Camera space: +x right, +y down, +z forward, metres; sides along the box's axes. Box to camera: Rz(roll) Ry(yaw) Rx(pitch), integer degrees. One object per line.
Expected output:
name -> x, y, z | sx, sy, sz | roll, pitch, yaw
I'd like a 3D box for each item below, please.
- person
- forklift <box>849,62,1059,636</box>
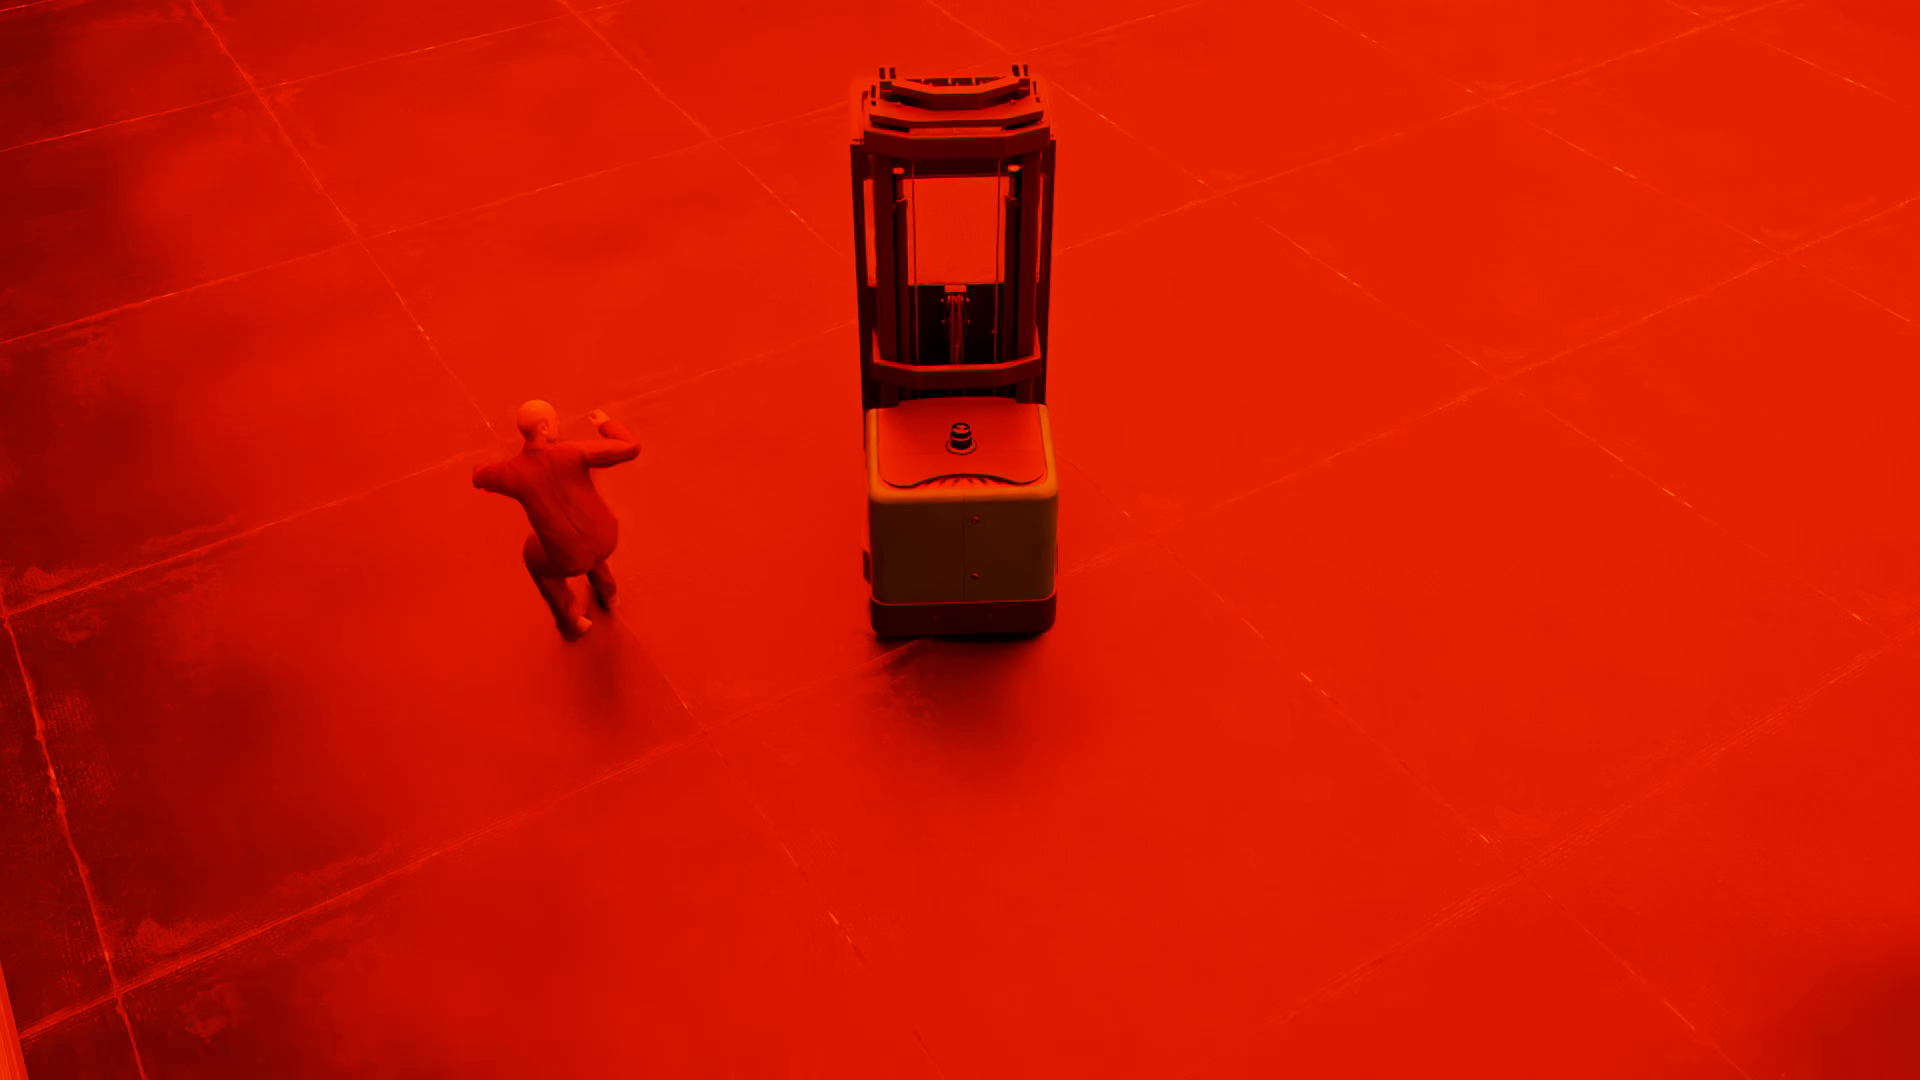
person -> -2.213, -0.206, 9.221 | 0.844, 1.506, 0.992 | -21, 45, -22
forklift -> -0.050, -1.516, 9.605 | 1.130, 2.935, 3.031 | -2, 41, -2
